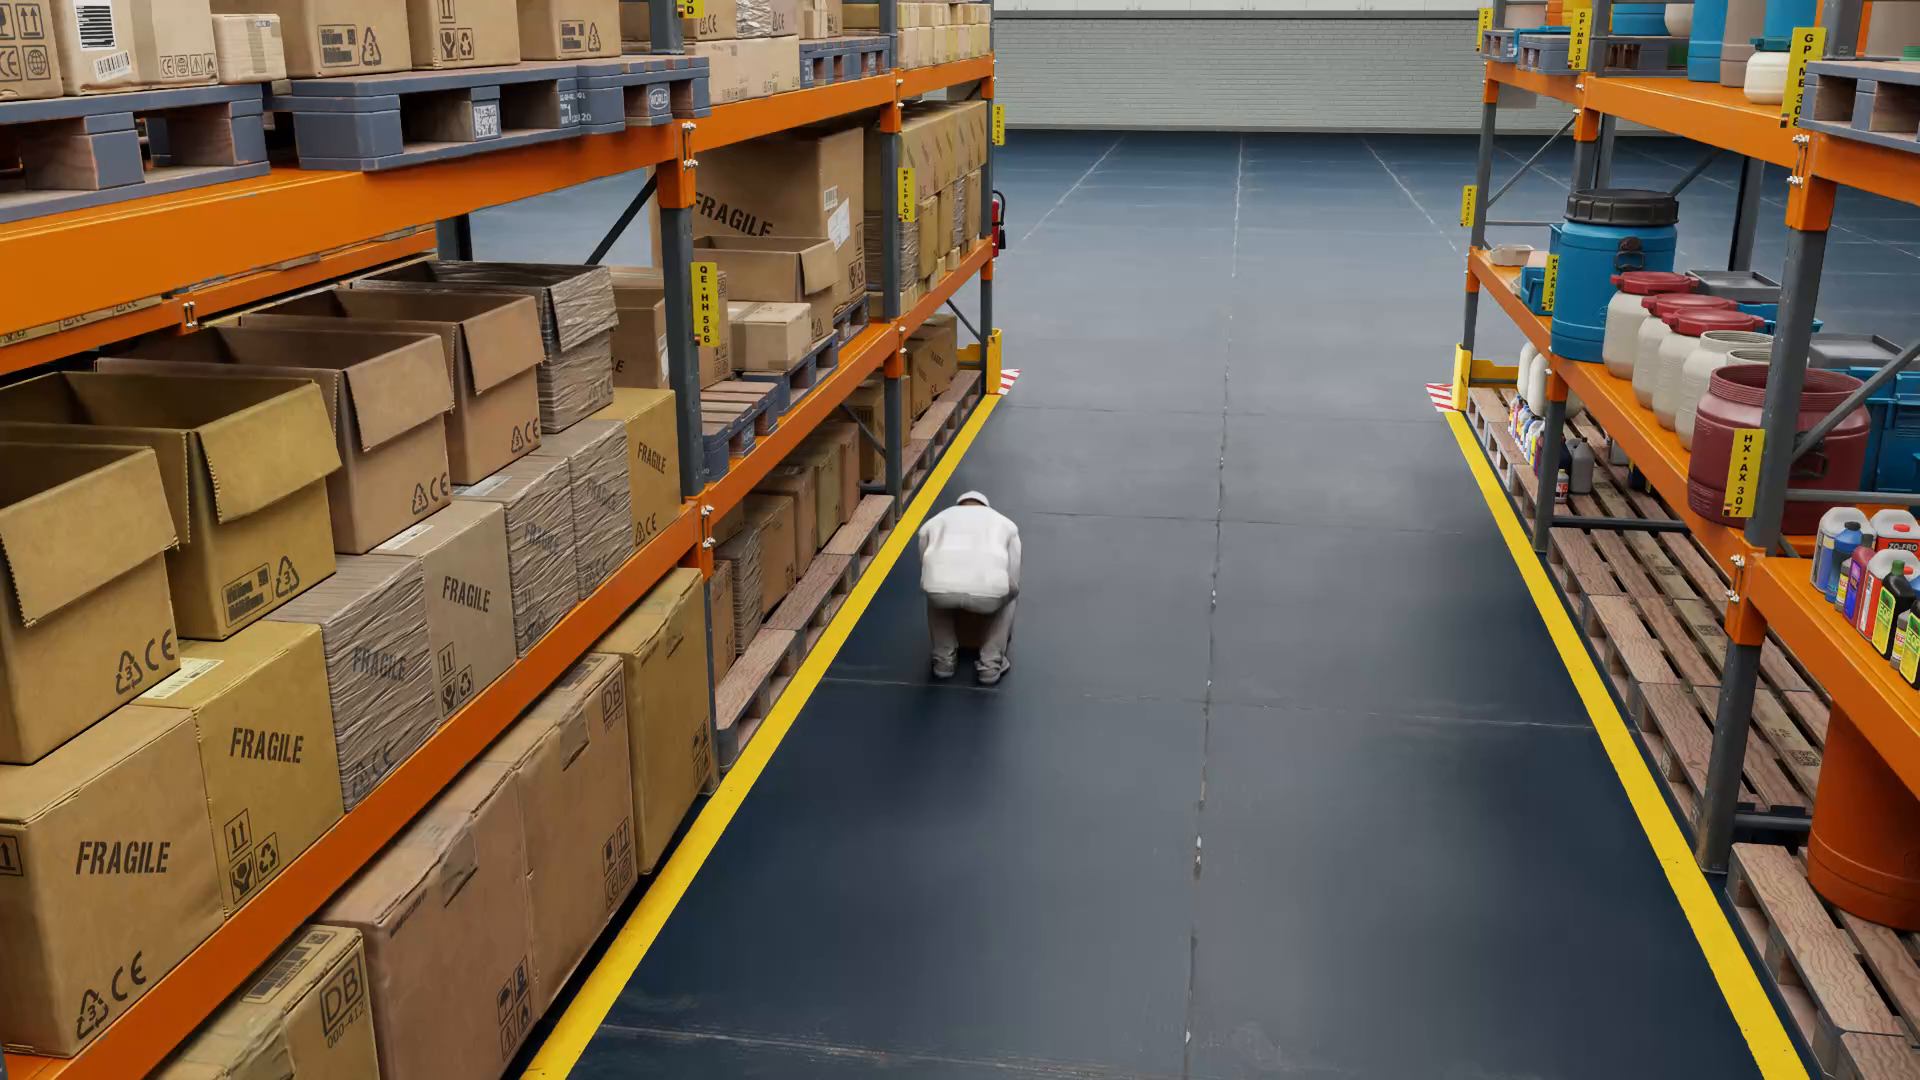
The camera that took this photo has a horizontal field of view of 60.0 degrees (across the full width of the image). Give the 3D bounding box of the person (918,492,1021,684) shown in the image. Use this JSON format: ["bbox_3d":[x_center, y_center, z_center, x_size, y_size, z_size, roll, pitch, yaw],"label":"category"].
[{"bbox_3d":[0.033,0.242,8.375,0.526,0.818,0.970,2,18,7],"label":"person"}]
